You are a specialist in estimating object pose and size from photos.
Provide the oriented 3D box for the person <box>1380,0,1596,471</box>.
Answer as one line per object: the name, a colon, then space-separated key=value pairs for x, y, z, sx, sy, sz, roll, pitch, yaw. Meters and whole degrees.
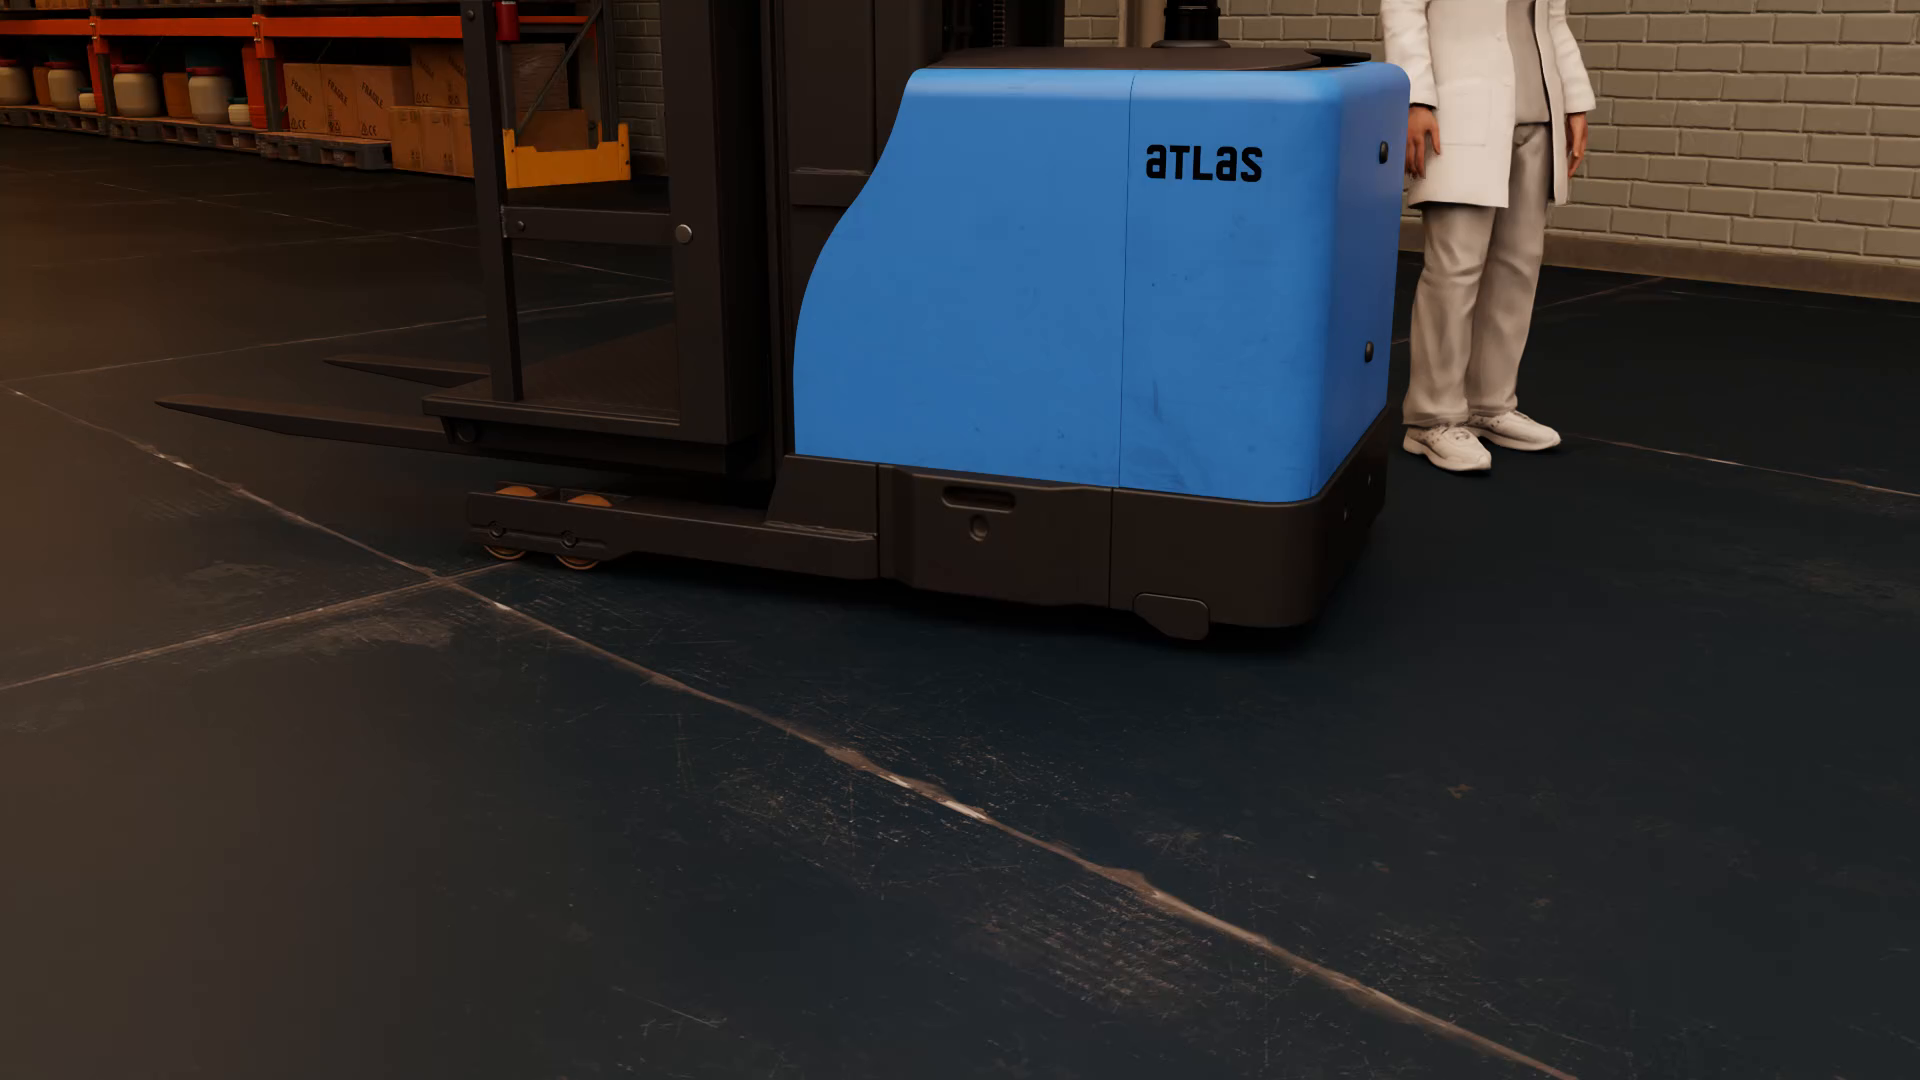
person: x=1.496 y=-1.121 z=4.507 sx=0.713 sy=1.782 sz=0.538 roll=-10 pitch=20 yaw=-28

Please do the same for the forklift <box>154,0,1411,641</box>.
forklift: x=-0.563 y=-1.469 z=3.684 sx=3.031 sy=2.935 sz=1.130 roll=7 pitch=18 yaw=21
